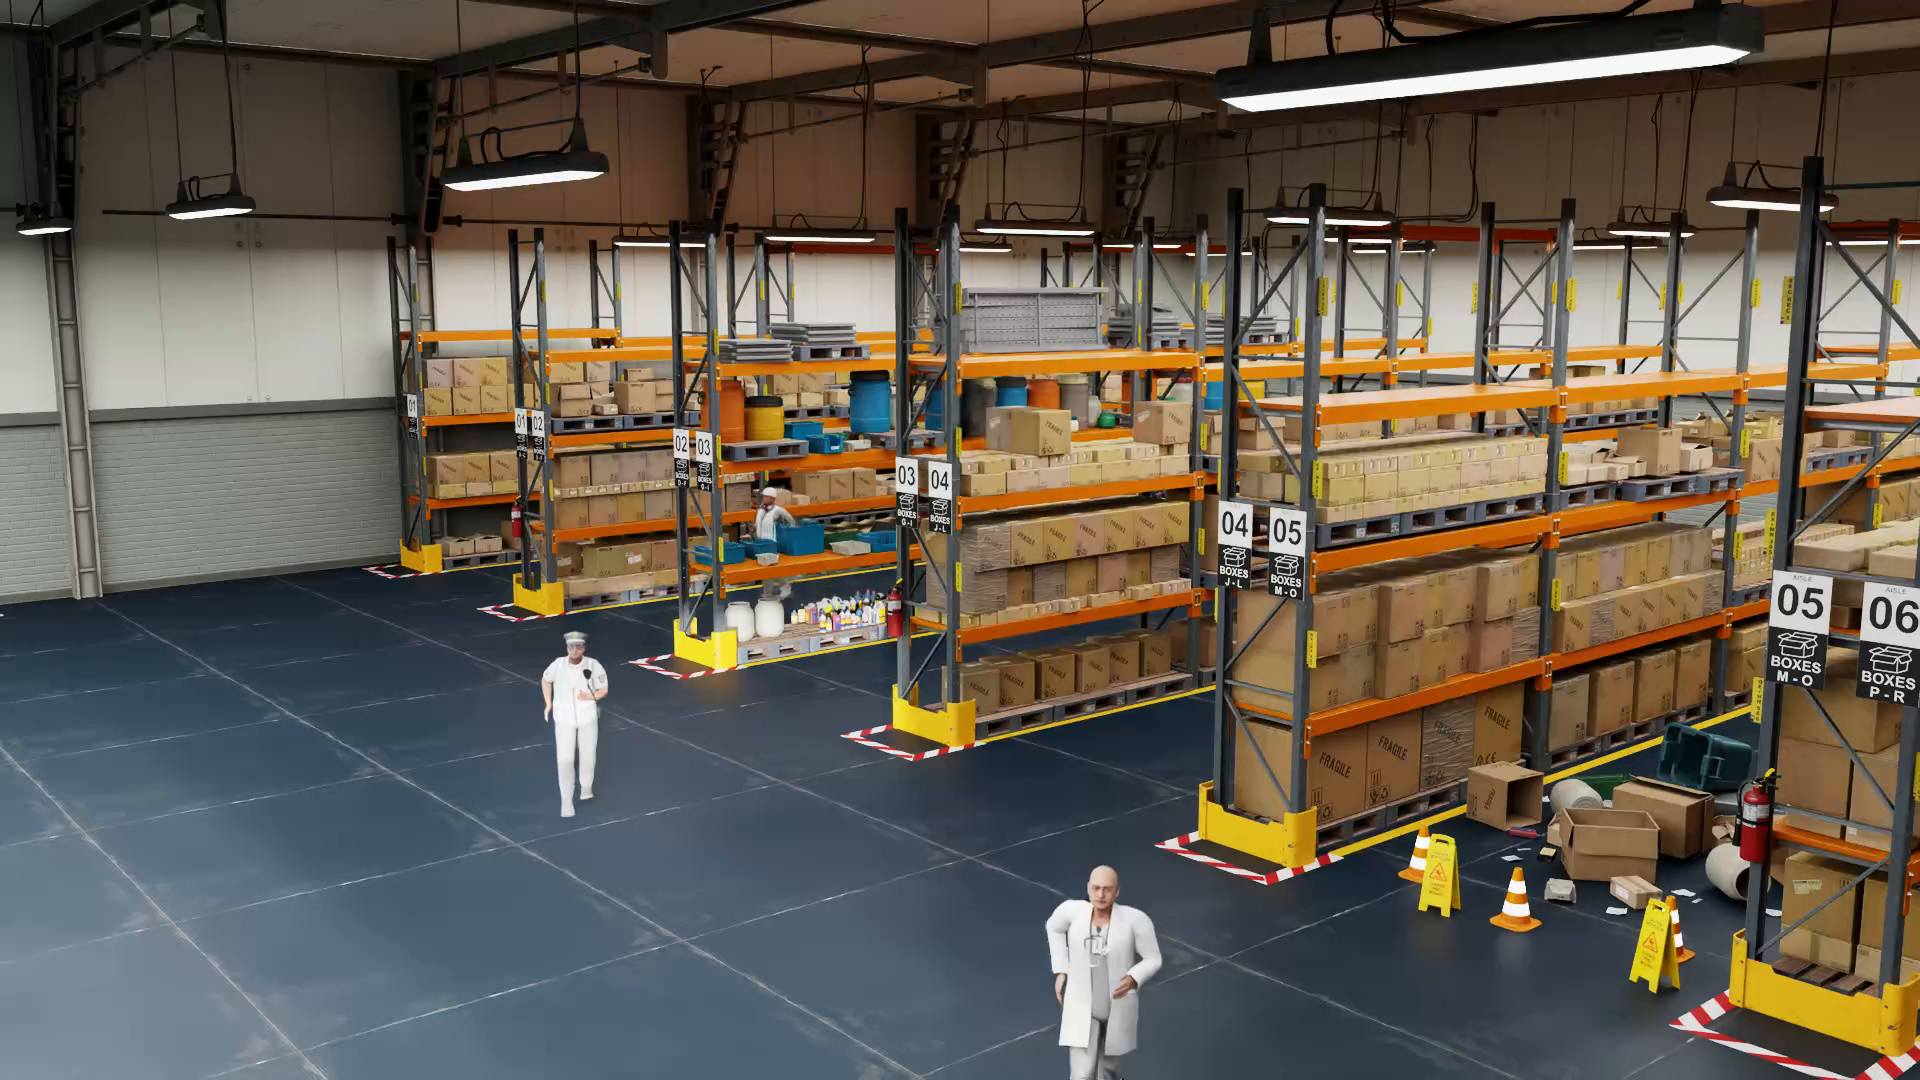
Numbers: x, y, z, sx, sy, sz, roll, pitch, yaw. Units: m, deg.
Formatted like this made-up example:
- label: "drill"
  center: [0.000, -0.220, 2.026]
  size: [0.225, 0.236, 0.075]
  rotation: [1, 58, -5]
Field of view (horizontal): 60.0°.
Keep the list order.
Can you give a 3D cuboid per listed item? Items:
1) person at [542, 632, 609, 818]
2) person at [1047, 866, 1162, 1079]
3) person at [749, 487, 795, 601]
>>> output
- label: "person"
  center: [-3.777, 1.800, 16.382]
  size: [0.631, 1.850, 0.768]
  rotation: [-2, 9, -15]
- label: "person"
  center: [0.845, 2.812, 9.849]
  size: [0.688, 1.839, 0.836]
  rotation: [1, 9, 5]
- label: "person"
  center: [-2.891, 0.102, 25.434]
  size: [0.760, 1.842, 0.640]
  rotation: [-8, 12, -41]
